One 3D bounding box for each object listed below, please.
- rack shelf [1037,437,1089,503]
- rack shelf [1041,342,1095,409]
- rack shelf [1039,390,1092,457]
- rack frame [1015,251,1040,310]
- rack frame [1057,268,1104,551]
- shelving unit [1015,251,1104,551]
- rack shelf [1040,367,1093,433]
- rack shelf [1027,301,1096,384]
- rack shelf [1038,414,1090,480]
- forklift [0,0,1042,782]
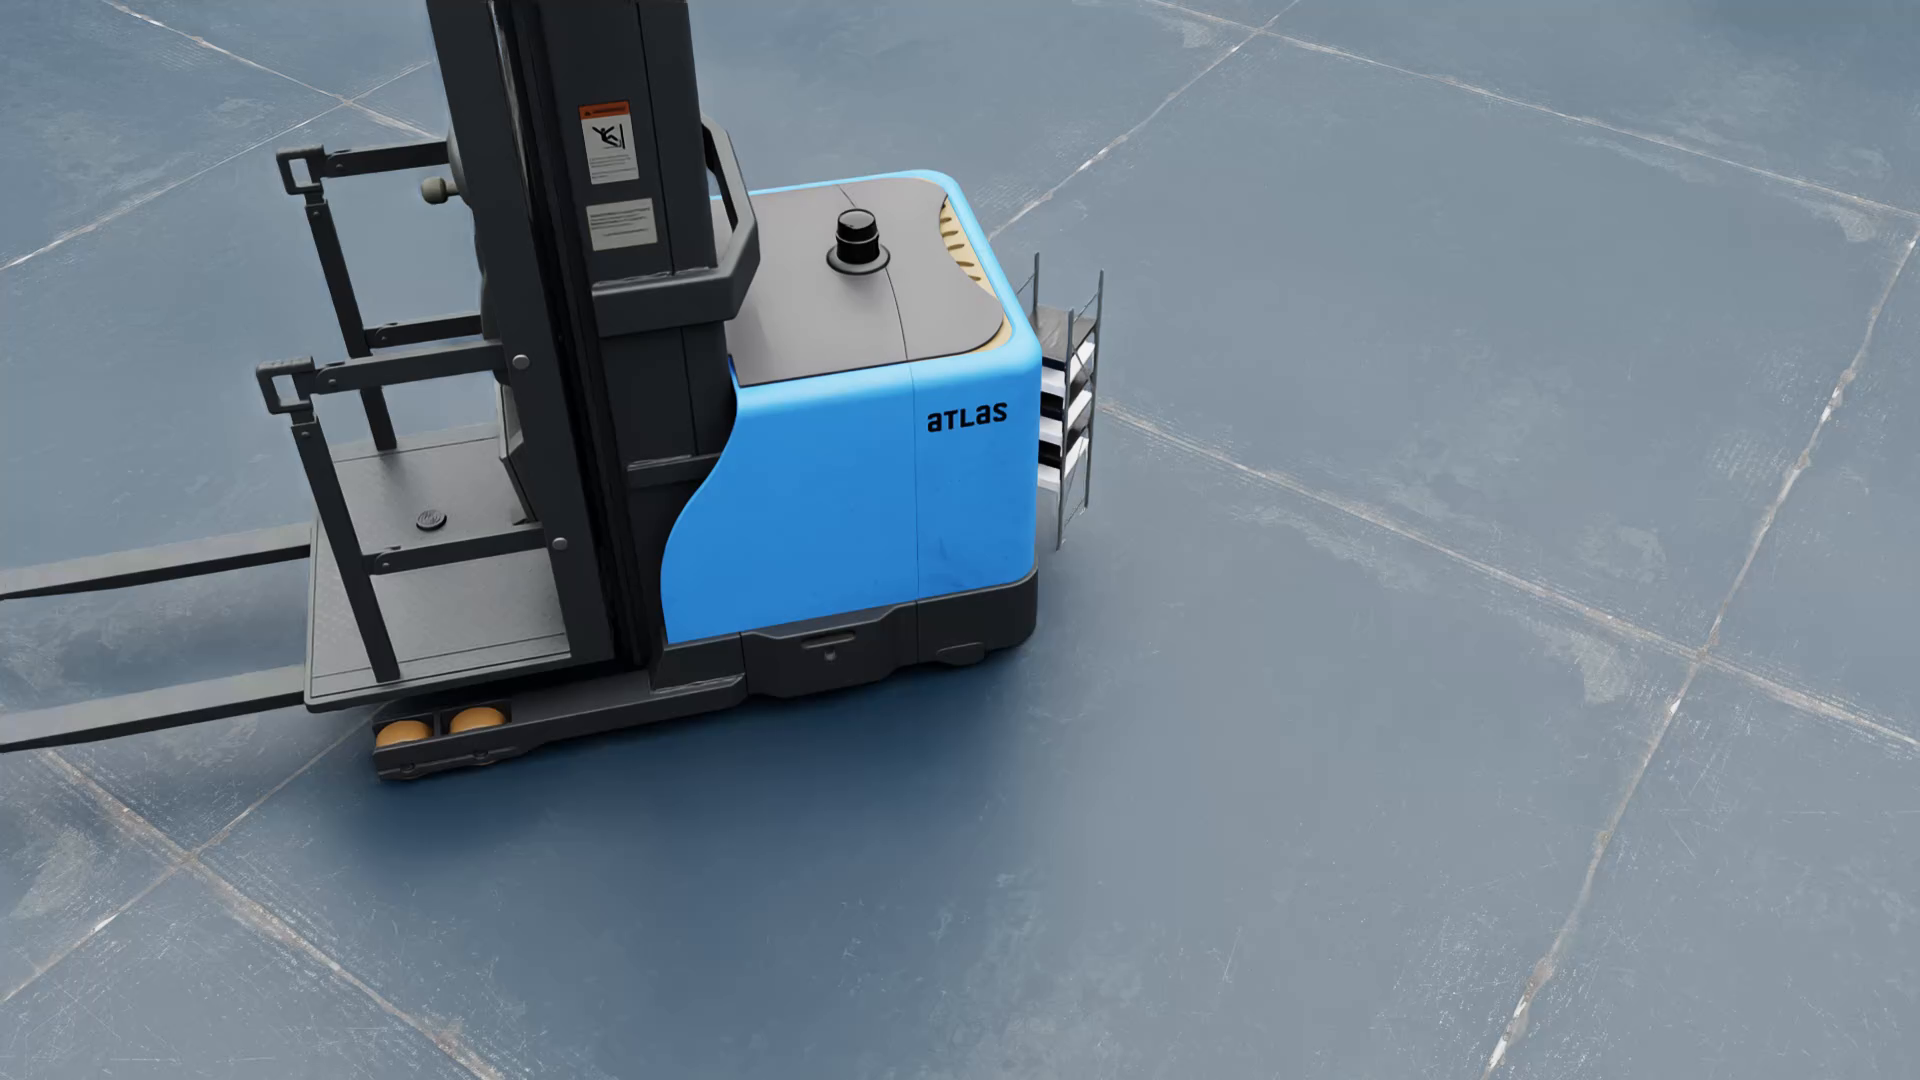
[{"bbox_3d":[0.267,-0.245,5.168,0.200,0.077,0.258,18,45,19],"label":"rack shelf"},{"bbox_3d":[0.267,-0.513,4.928,0.200,0.077,0.258,18,45,19],"label":"rack shelf"},{"bbox_3d":[0.267,-0.379,5.048,0.200,0.077,0.258,18,45,19],"label":"rack shelf"},{"bbox_3d":[0.176,-0.434,5.060,0.006,0.900,0.240,18,45,19],"label":"rack frame"},{"bbox_3d":[0.358,-0.374,4.993,0.006,0.900,0.240,18,45,19],"label":"rack frame"},{"bbox_3d":[0.267,-0.404,5.026,0.210,0.900,0.258,18,45,19],"label":"shelving unit"},{"bbox_3d":[0.267,-0.446,4.988,0.200,0.077,0.258,18,45,19],"label":"rack shelf"},{"bbox_3d":[0.267,-0.580,4.868,0.200,0.077,0.258,18,45,19],"label":"rack shelf"},{"bbox_3d":[0.267,-0.312,5.108,0.200,0.077,0.258,18,45,19],"label":"rack shelf"},{"bbox_3d":[-1.351,-0.833,3.983,3.031,2.935,1.130,-10,43,-11],"label":"forklift"}]
